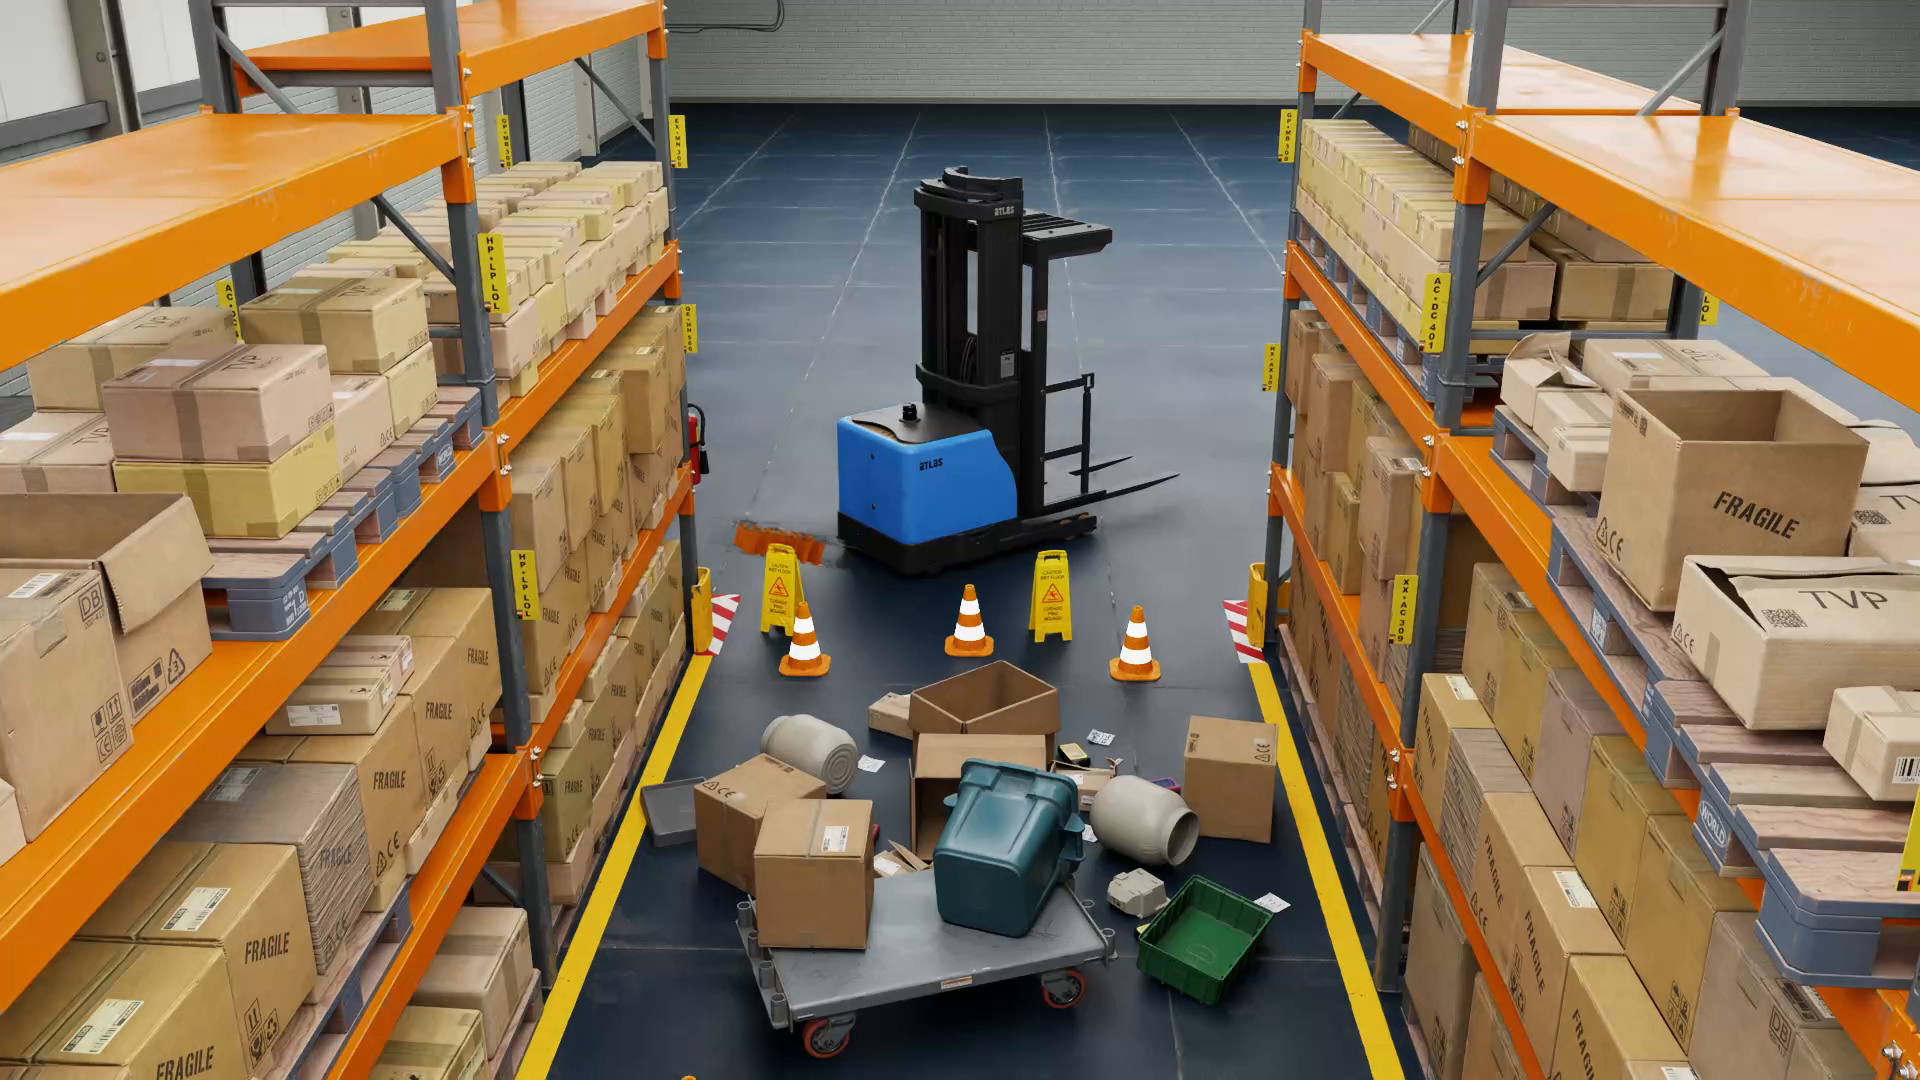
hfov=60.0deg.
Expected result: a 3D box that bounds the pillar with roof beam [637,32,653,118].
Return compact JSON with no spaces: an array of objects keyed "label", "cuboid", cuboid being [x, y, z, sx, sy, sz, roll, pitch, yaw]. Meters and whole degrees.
[{"label":"pillar with roof beam","cuboid":[-3.000,-14.120,37.480,9.100,9.000,0.400,1,21,2]}]

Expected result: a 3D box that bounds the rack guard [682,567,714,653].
[{"label":"rack guard","cuboid":[-2.334,0.481,11.599,1.175,0.500,0.348,1,21,2]}]

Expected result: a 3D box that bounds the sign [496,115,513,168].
[{"label":"sign","cuboid":[-2.874,-2.524,10.532,0.100,0.325,0.005,1,21,2]}]

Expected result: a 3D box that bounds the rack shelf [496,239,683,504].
[{"label":"rack shelf","cuboid":[-2.393,-1.052,8.941,1.077,0.370,4.000,1,21,2]}]

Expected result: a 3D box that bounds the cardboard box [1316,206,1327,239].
[{"label":"cardboard box","cuboid":[2.266,-1.823,9.562,0.380,0.149,0.250,1,21,2]}]

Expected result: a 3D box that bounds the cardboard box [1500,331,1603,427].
[{"label":"cardboard box","cuboid":[2.229,-0.611,6.276,0.258,0.266,0.396,0,21,1]}]

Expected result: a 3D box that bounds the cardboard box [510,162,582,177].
[{"label":"cardboard box","cuboid":[-2.546,-2.239,10.251,0.380,0.149,0.250,0,21,1]}]

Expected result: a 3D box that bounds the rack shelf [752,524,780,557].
[{"label":"rack shelf","cuboid":[-1.481,0.006,12.454,0.103,0.180,0.258,11,10,-40]}]

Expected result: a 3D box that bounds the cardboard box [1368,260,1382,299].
[{"label":"cardboard box","cuboid":[2.220,-1.274,8.147,0.380,0.149,0.250,1,21,2]}]

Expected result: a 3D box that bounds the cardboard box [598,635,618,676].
[{"label":"cardboard box","cuboid":[-2.083,0.630,9.045,0.380,0.149,0.250,2,21,5]}]

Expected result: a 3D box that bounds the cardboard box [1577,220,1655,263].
[{"label":"cardboard box","cuboid":[2.848,-1.271,7.038,0.380,0.149,0.250,1,21,2]}]

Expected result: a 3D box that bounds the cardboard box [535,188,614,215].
[{"label":"cardboard box","cuboid":[-2.156,-1.875,9.312,0.380,0.149,0.250,1,21,2]}]

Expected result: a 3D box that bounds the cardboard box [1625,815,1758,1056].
[{"label":"cardboard box","cuboid":[2.427,1.155,4.885,0.700,0.500,0.500,0,21,1]}]

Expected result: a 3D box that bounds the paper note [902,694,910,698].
[{"label":"paper note","cuboid":[-0.371,1.036,10.817,0.148,0.019,0.142,-7,22,-17]}]

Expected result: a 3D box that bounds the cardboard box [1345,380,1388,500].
[{"label":"cardboard box","cuboid":[2.606,-0.540,9.073,0.875,0.550,0.500,1,21,2]}]

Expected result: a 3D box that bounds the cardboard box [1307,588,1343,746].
[{"label":"cardboard box","cuboid":[2.640,0.665,10.026,0.875,0.875,0.875,0,21,1]}]

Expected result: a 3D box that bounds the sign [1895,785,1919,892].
[{"label":"sign","cuboid":[1.821,0.513,3.089,0.100,0.325,0.005,1,21,2]}]

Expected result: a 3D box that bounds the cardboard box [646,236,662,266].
[{"label":"cardboard box","cuboid":[-2.038,-1.771,10.147,0.380,0.149,0.250,1,21,2]}]

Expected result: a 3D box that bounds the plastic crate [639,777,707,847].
[{"label":"plastic crate","cuboid":[-1.586,1.537,9.458,0.402,0.080,0.583,-7,22,-17]}]

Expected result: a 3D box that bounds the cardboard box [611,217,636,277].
[{"label":"cardboard box","cuboid":[-2.105,-1.622,9.211,0.500,0.250,0.500,1,21,3]}]

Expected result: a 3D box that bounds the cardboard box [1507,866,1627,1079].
[{"label":"cardboard box","cuboid":[2.164,1.440,5.534,0.500,0.500,0.500,1,21,2]}]

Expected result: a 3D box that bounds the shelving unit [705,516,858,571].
[{"label":"shelving unit","cuboid":[-1.335,0.033,12.580,1.200,0.189,0.258,11,10,-40]}]

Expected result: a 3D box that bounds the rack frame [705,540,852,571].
[{"label":"rack frame","cuboid":[-1.362,0.120,12.593,1.200,0.006,0.240,11,10,-40]}]

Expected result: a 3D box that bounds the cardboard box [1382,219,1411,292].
[{"label":"cardboard box","cuboid":[2.271,-1.321,7.718,0.500,0.250,0.500,1,21,1]}]

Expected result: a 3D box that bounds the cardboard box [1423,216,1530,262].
[{"label":"cardboard box","cuboid":[2.190,-1.279,7.058,0.380,0.149,0.250,0,21,1]}]

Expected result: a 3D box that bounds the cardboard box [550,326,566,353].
[{"label":"cardboard box","cuboid":[-2.171,-1.029,8.234,0.380,0.149,0.250,0,21,0]}]

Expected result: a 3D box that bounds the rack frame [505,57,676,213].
[{"label":"rack frame","cuboid":[-2.332,-3.509,10.132,1.000,3.000,0.127,1,21,2]}]

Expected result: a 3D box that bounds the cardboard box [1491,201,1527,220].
[{"label":"cardboard box","cuboid":[2.821,-1.496,8.169,0.500,0.250,0.500,0,21,1]}]

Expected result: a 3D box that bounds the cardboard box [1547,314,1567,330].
[{"label":"cardboard box","cuboid":[2.854,-0.993,7.424,0.380,0.149,0.250,1,21,2]}]

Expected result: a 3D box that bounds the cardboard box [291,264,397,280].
[{"label":"cardboard box","cuboid":[-2.731,-1.131,7.395,0.380,0.149,0.250,0,21,0]}]

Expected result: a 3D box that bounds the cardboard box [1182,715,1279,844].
[{"label":"cardboard box","cuboid":[1.519,1.344,9.371,0.500,0.500,0.500,4,22,11]}]

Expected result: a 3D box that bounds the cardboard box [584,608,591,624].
[{"label":"cardboard box","cuboid":[-2.171,0.367,8.784,0.380,0.149,0.250,1,21,1]}]

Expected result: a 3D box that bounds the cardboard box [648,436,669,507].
[{"label":"cardboard box","cuboid":[-2.093,-0.517,10.165,0.500,0.500,0.500,1,21,2]}]

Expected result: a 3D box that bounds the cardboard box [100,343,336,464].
[{"label":"cardboard box","cuboid":[-2.353,-0.443,5.313,0.500,0.250,0.500,1,21,3]}]

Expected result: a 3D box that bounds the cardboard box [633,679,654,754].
[{"label":"cardboard box","cuboid":[-2.121,1.046,9.908,0.500,0.250,0.500,0,21,0]}]

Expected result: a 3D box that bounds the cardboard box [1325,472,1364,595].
[{"label":"cardboard box","cuboid":[2.541,-0.037,9.271,0.875,0.550,0.500,1,21,2]}]

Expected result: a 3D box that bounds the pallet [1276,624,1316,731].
[{"label":"pallet","cuboid":[2.673,0.896,10.928,1.003,0.211,1.213,1,21,2]}]

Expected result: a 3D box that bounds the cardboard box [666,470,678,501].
[{"label":"cardboard box","cuboid":[-2.026,-0.365,10.669,0.380,0.149,0.250,0,21,1]}]

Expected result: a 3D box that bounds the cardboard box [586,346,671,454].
[{"label":"cardboard box","cuboid":[-2.065,-0.808,9.533,0.700,0.500,0.500,0,21,1]}]

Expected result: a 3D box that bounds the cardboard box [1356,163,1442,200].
[{"label":"cardboard box","cuboid":[2.236,-1.828,8.473,0.380,0.149,0.250,1,21,2]}]

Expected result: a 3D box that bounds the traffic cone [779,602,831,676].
[{"label":"traffic cone","cuboid":[-1.055,0.640,11.239,0.336,0.463,0.334,1,21,2]}]

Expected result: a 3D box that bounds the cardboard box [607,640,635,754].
[{"label":"cardboard box","cuboid":[-2.144,0.879,9.300,0.500,0.500,0.500,2,21,4]}]

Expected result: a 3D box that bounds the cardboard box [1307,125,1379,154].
[{"label":"cardboard box","cuboid":[2.282,-2.382,9.900,0.380,0.149,0.250,1,21,2]}]

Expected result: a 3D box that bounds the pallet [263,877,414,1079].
[{"label":"pallet","cuboid":[-2.556,1.554,5.643,1.003,0.211,1.213,1,21,2]}]

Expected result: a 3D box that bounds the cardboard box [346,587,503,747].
[{"label":"cardboard box","cuboid":[-2.238,0.523,6.905,0.500,0.500,0.500,0,21,1]}]

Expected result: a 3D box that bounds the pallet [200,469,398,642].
[{"label":"pallet","cuboid":[-2.607,0.020,5.443,1.213,0.211,1.003,1,21,2]}]

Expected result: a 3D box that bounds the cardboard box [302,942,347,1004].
[{"label":"cardboard box","cuboid":[-2.282,1.403,5.534,0.380,0.149,0.250,1,21,3]}]

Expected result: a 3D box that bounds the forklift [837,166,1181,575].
[{"label":"forklift","cuboid":[0.504,-1.503,13.352,3.031,2.935,1.130,-15,26,-34]}]

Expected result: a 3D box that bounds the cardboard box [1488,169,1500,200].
[{"label":"cardboard box","cuboid":[2.894,-1.821,8.456,0.380,0.149,0.250,1,21,1]}]

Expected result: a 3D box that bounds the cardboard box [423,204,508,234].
[{"label":"cardboard box","cuboid":[-2.624,-1.689,8.833,0.380,0.149,0.250,1,21,3]}]

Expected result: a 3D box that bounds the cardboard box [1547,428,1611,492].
[{"label":"cardboard box","cuboid":[2.195,-0.268,5.554,0.380,0.149,0.250,1,21,2]}]

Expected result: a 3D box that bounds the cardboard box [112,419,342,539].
[{"label":"cardboard box","cuboid":[-2.363,-0.210,5.404,0.500,0.250,0.500,1,21,2]}]

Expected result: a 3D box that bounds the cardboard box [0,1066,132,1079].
[{"label":"cardboard box","cuboid":[-2.330,1.639,4.028,0.500,0.500,0.500,0,21,0]}]

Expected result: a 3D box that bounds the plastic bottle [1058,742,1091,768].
[{"label":"plastic bottle","cuboid":[0.703,1.318,10.046,0.133,0.061,0.283,-7,22,-17]}]

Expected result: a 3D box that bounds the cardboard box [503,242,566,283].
[{"label":"cardboard box","cuboid":[-2.087,-1.314,7.866,0.380,0.149,0.250,0,21,1]}]

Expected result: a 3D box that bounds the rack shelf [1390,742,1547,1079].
[{"label":"rack shelf","cuboid":[2.437,1.811,5.710,1.077,0.370,4.000,1,21,2]}]
